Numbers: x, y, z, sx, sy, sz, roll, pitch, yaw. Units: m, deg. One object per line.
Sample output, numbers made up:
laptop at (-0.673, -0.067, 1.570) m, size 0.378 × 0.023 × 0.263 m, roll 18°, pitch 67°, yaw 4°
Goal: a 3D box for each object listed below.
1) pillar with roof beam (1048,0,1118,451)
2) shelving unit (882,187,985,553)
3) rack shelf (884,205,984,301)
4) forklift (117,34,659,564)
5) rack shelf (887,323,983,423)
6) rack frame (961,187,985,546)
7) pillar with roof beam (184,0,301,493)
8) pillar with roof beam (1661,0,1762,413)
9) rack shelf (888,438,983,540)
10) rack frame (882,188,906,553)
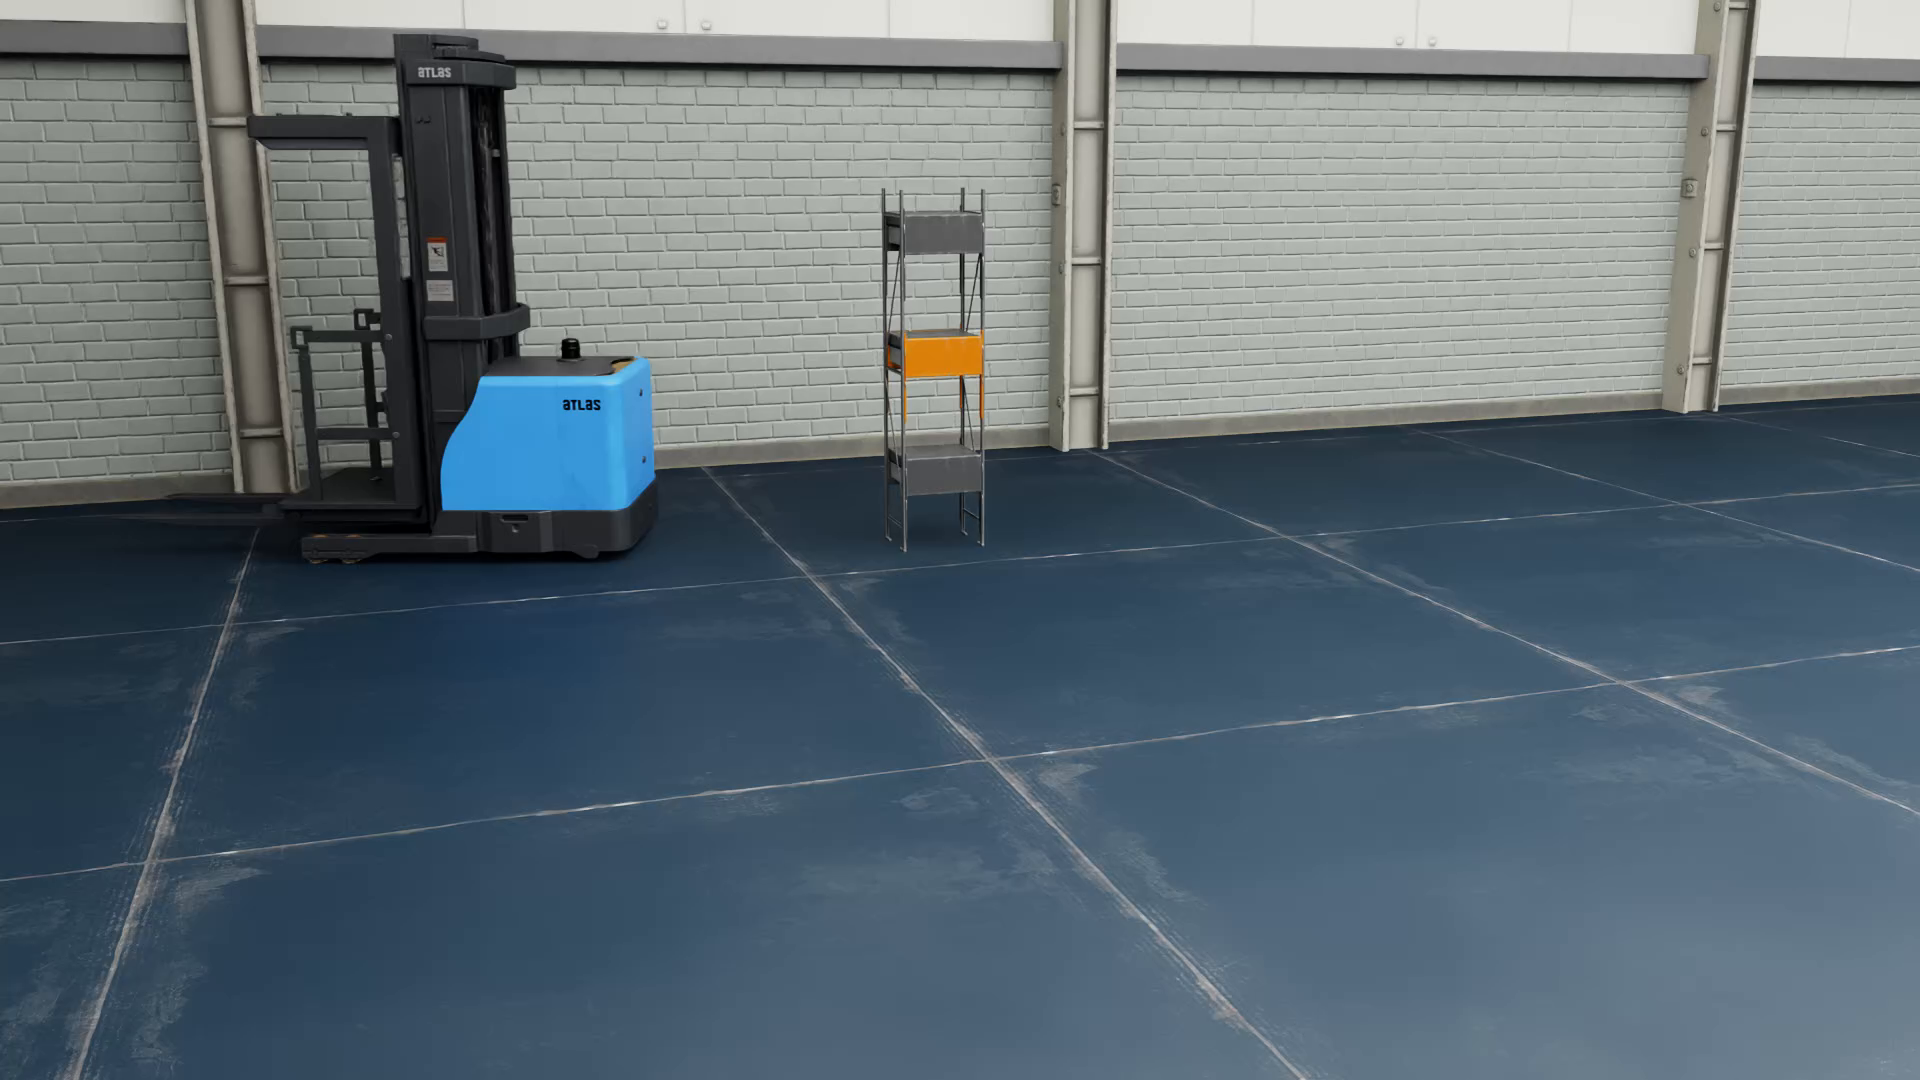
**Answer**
pillar with roof beam at (2.316, -4.178, 8.261) m, size 0.400 × 9.000 × 9.100 m, roll -4°, pitch 14°, yaw -18°
shelving unit at (-0.157, -1.009, 9.848) m, size 0.503 × 2.100 × 0.431 m, roll -4°, pitch 14°, yaw -18°
rack shelf at (-0.157, -1.677, 9.690) m, size 0.480 × 0.518 × 0.431 m, roll -4°, pitch 14°, yaw -18°
forklift at (-3.413, -1.412, 9.746) m, size 3.031 × 2.935 × 1.130 m, roll 0°, pitch 13°, yaw 0°
rack shelf at (-0.157, -0.996, 9.852) m, size 0.480 × 0.518 × 0.431 m, roll -4°, pitch 14°, yaw -18°
rack frame at (0.074, -1.027, 9.924) m, size 0.015 × 2.100 × 0.400 m, roll -4°, pitch 14°, yaw -18°
pillar with roof beam at (-3.371, -3.735, 6.399) m, size 0.400 × 9.000 × 9.100 m, roll -4°, pitch 14°, yaw -18°
pillar with roof beam at (8.002, -4.621, 10.123) m, size 0.400 × 9.000 × 9.100 m, roll -4°, pitch 14°, yaw -18°
rack shelf at (-0.157, -0.315, 10.014) m, size 0.480 × 0.518 × 0.431 m, roll -4°, pitch 14°, yaw -18°
rack frame at (-0.388, -0.991, 9.773) m, size 0.015 × 2.100 × 0.400 m, roll -4°, pitch 14°, yaw -18°
